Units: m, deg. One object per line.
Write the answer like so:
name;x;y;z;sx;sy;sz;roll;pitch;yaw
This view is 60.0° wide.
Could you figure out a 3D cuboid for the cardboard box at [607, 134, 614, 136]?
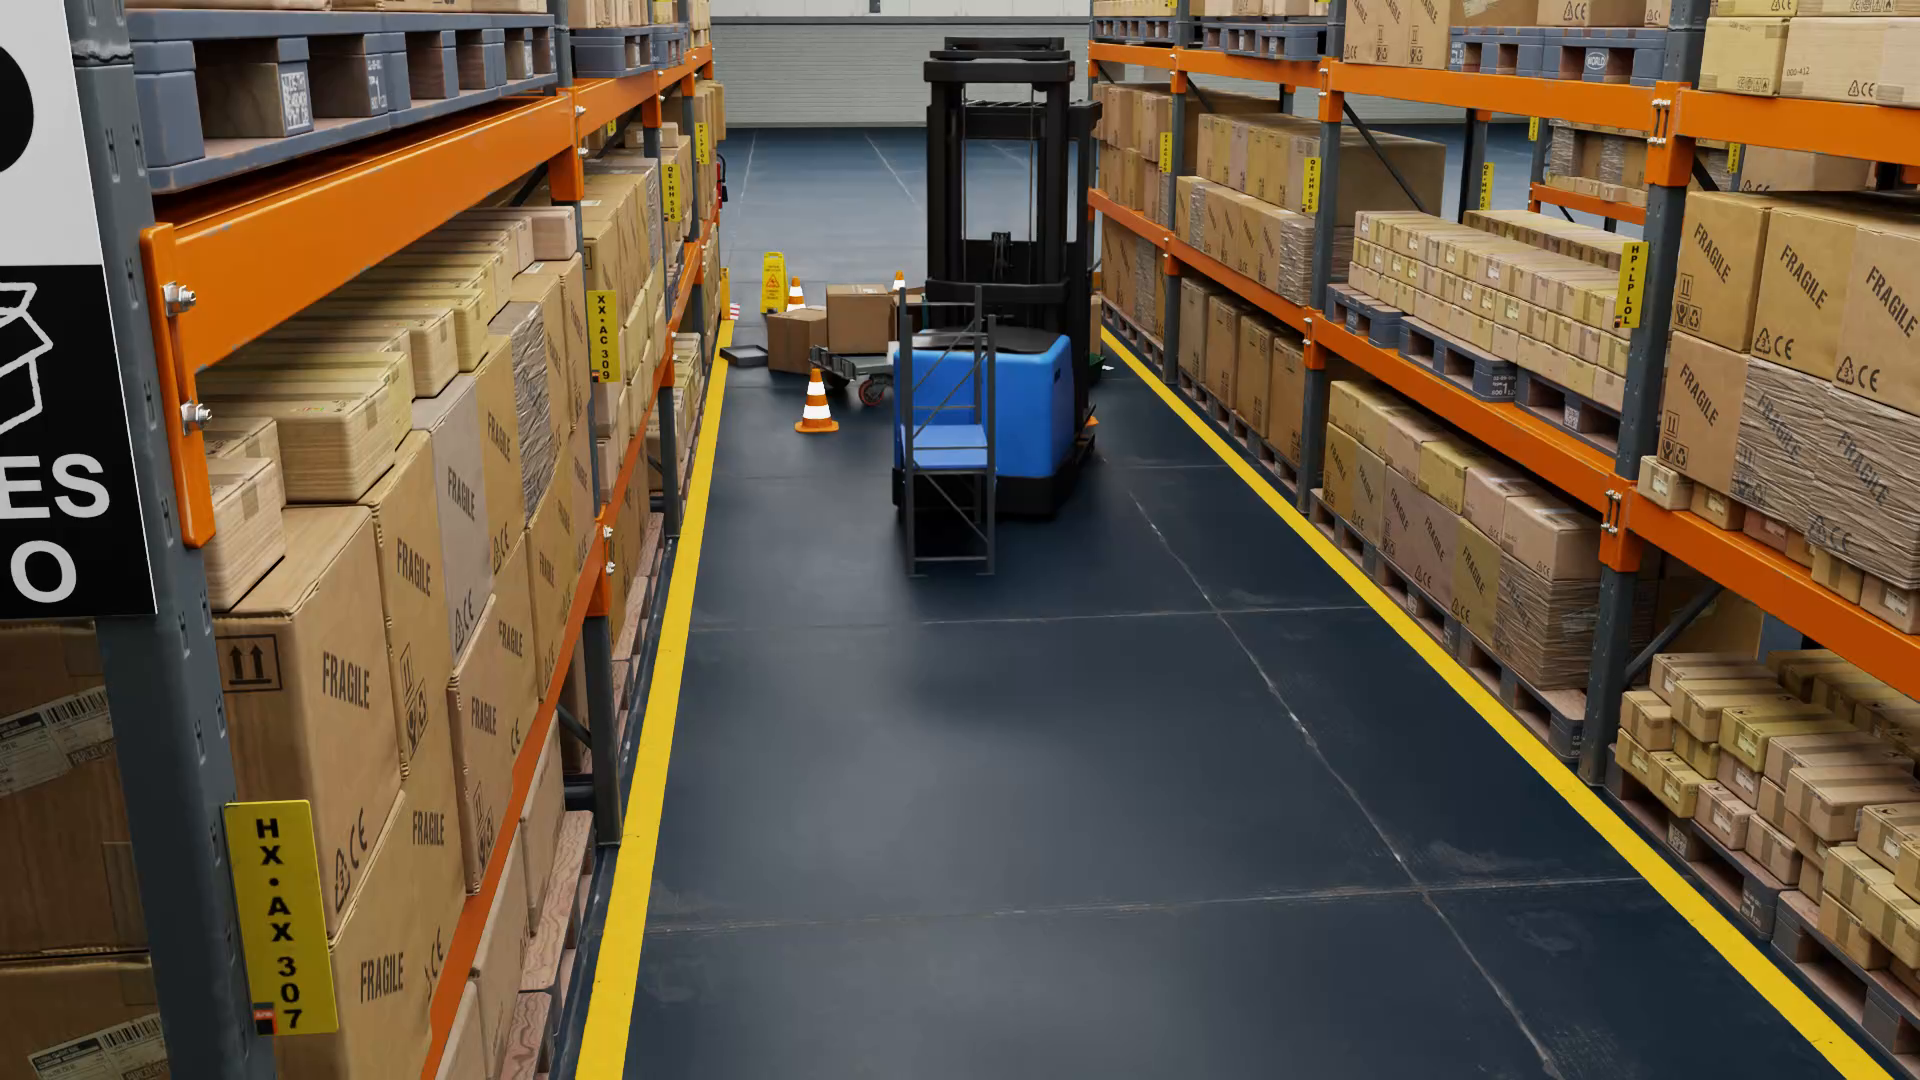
cardboard box;-3.220;-3.711;16.326;0.500;0.500;0.500;-1;17;-4

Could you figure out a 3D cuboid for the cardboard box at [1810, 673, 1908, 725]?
cardboard box;3.463;0.616;6.274;0.380;0.149;0.250;-2;17;-5

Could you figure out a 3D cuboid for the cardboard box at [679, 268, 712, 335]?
cardboard box;-2.429;-2.064;14.381;0.500;0.500;0.500;-1;17;-3

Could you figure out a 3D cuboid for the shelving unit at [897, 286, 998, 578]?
shelving unit;-0.086;-0.661;9.780;0.538;1.500;1.048;-1;17;-3

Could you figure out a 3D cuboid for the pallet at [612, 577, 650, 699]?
pallet;-2.095;0.488;8.269;1.003;0.211;1.213;-2;18;-6

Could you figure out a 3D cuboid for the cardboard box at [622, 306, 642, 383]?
cardboard box;-1.684;-0.863;7.333;0.500;0.250;0.500;-2;17;-5

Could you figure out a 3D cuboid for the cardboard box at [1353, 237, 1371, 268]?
cardboard box;2.539;-1.697;9.797;0.380;0.149;0.250;-1;17;-3

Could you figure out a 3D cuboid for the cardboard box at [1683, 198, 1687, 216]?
cardboard box;6.787;-3.097;15.454;0.380;0.149;0.250;-2;18;-6

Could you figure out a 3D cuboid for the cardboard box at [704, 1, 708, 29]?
cardboard box;-2.620;-4.878;15.454;0.500;0.250;0.500;-1;17;-4

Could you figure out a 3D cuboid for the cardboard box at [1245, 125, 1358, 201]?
cardboard box;2.491;-2.739;12.059;0.700;0.500;0.500;-2;18;-6

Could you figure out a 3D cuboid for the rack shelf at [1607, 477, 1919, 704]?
rack shelf;3.308;0.506;4.759;1.077;0.370;4.000;-2;18;-6

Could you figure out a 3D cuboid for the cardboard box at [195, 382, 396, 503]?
cardboard box;-1.171;-0.164;2.772;0.380;0.149;0.250;-1;17;-4

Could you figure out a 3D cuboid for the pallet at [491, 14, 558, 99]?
pallet;-1.738;-1.395;4.753;1.003;0.211;1.213;-2;18;-6

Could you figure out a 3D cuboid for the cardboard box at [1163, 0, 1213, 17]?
cardboard box;1.921;-4.475;13.966;0.380;0.149;0.250;-2;18;-6

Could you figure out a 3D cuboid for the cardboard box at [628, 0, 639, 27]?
cardboard box;-1.754;-2.605;7.591;0.500;0.500;0.500;-2;18;-5

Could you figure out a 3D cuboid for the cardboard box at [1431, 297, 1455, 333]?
cardboard box;2.673;-1.171;8.617;0.380;0.149;0.250;-2;17;-5

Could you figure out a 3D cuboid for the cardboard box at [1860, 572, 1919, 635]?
cardboard box;2.990;0.172;5.041;0.380;0.149;0.250;-1;17;-3

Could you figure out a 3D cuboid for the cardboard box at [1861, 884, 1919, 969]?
cardboard box;2.990;1.161;5.032;0.380;0.149;0.250;-2;18;-5

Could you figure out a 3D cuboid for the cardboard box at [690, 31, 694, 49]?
cardboard box;-2.394;-4.125;13.721;0.380;0.149;0.250;-2;18;-6

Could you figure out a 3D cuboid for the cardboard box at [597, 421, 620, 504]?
cardboard box;-1.594;-0.318;6.432;0.500;0.250;0.500;-2;18;-7

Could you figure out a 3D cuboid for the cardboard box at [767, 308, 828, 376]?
cardboard box;-1.394;-1.804;15.083;0.500;0.500;0.500;11;21;32

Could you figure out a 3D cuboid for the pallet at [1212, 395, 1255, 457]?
pallet;2.560;-0.894;12.674;1.003;0.211;1.213;-2;18;-6

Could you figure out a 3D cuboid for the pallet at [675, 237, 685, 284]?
pallet;-2.469;-1.939;11.665;1.003;0.211;1.213;-2;18;-6

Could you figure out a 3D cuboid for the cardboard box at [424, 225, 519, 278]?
cardboard box;-1.528;-0.846;4.945;0.380;0.149;0.250;-2;18;-6

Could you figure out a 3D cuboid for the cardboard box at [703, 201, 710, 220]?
cardboard box;-2.473;-2.999;15.141;0.380;0.149;0.250;-2;18;-5

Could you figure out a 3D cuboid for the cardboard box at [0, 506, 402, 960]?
cardboard box;-1.165;0.265;2.489;0.500;0.500;0.500;-2;18;-7

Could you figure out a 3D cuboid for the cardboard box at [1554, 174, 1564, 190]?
cardboard box;6.607;-3.844;17.834;0.380;0.149;0.250;-2;18;-6

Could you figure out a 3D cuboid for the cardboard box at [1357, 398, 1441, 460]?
cardboard box;2.572;-0.626;9.385;0.500;0.250;0.500;-2;18;-6

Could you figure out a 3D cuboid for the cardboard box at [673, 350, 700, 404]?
cardboard box;-2.503;-1.210;12.709;0.950;0.372;0.625;-1;17;-2

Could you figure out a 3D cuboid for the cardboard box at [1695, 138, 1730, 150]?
cardboard box;6.900;-3.732;14.724;0.500;0.500;0.500;-2;18;-6

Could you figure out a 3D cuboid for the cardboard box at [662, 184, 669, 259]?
cardboard box;-2.040;-1.973;10.089;0.500;0.500;0.500;-2;18;-7

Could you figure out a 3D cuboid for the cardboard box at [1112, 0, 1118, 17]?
cardboard box;1.685;-5.155;16.132;0.380;0.149;0.250;-2;18;-5

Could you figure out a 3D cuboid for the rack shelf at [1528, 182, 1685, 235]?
rack shelf;7.014;-3.192;16.539;1.077;0.370;4.000;-2;18;-6

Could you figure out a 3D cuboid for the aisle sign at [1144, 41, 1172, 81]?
aisle sign;2.155;-5.279;17.644;0.394;0.787;0.004;-2;18;-6

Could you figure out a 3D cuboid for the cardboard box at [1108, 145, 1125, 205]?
cardboard box;1.959;-3.637;16.503;0.875;0.550;0.550;-2;18;-6

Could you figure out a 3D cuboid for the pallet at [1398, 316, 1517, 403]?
pallet;2.934;-0.945;8.499;1.003;0.211;1.213;-2;18;-6

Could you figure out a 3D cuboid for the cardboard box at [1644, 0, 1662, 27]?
cardboard box;3.220;-2.291;6.906;0.500;0.311;0.500;-2;18;-6

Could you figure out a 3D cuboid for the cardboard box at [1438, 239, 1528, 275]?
cardboard box;2.681;-1.454;8.526;0.380;0.149;0.250;-1;17;-4

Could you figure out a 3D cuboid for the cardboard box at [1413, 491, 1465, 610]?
cardboard box;2.674;0.041;8.512;0.500;0.500;0.500;-2;18;-7

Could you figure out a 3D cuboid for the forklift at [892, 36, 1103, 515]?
forklift;0.369;-1.958;11.522;1.130;2.935;3.031;4;18;11

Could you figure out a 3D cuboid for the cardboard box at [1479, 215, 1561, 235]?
cardboard box;3.219;-1.783;9.572;0.380;0.149;0.250;-2;18;-6

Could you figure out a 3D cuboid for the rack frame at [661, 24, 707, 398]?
rack frame;-2.637;-2.634;13.558;1.000;3.000;0.127;-2;18;-6

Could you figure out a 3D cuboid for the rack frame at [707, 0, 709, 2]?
rack frame;-3.049;-6.688;16.455;1.000;3.000;0.127;-2;18;-6

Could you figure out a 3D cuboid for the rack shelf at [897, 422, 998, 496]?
rack shelf;-0.086;-0.490;9.833;0.538;0.185;1.000;-1;17;-3

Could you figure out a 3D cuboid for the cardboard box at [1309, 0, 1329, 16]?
cardboard box;2.408;-3.364;10.400;0.380;0.166;0.250;-2;18;-6

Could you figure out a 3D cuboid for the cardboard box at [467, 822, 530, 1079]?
cardboard box;-1.761;1.229;4.831;0.875;0.438;0.875;-2;18;-7

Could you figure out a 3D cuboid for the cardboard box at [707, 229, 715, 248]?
cardboard box;-2.554;-2.890;15.928;0.380;0.149;0.250;-1;17;-3

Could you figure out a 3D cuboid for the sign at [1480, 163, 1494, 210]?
sign;3.228;-2.159;10.246;0.100;0.325;0.005;-2;18;-6

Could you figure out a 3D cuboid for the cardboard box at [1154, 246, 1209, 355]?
cardboard box;2.281;-2.193;15.000;0.875;0.875;0.875;-2;17;-5

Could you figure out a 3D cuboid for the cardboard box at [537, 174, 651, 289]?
cardboard box;-1.805;-1.520;8.174;0.500;0.500;0.500;-2;18;-6

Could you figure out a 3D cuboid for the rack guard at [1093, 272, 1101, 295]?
rack guard;1.861;-2.823;18.334;1.175;0.500;0.348;-2;18;-6

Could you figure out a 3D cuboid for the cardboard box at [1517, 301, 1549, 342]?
cardboard box;2.781;-1.002;7.582;0.380;0.149;0.250;-2;18;-7

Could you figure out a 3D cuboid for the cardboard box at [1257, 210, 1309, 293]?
cardboard box;2.325;-1.947;11.205;0.500;0.500;0.500;-2;18;-6

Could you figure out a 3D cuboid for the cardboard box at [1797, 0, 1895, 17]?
cardboard box;2.959;-1.732;5.094;0.500;0.250;0.500;-2;18;-6
